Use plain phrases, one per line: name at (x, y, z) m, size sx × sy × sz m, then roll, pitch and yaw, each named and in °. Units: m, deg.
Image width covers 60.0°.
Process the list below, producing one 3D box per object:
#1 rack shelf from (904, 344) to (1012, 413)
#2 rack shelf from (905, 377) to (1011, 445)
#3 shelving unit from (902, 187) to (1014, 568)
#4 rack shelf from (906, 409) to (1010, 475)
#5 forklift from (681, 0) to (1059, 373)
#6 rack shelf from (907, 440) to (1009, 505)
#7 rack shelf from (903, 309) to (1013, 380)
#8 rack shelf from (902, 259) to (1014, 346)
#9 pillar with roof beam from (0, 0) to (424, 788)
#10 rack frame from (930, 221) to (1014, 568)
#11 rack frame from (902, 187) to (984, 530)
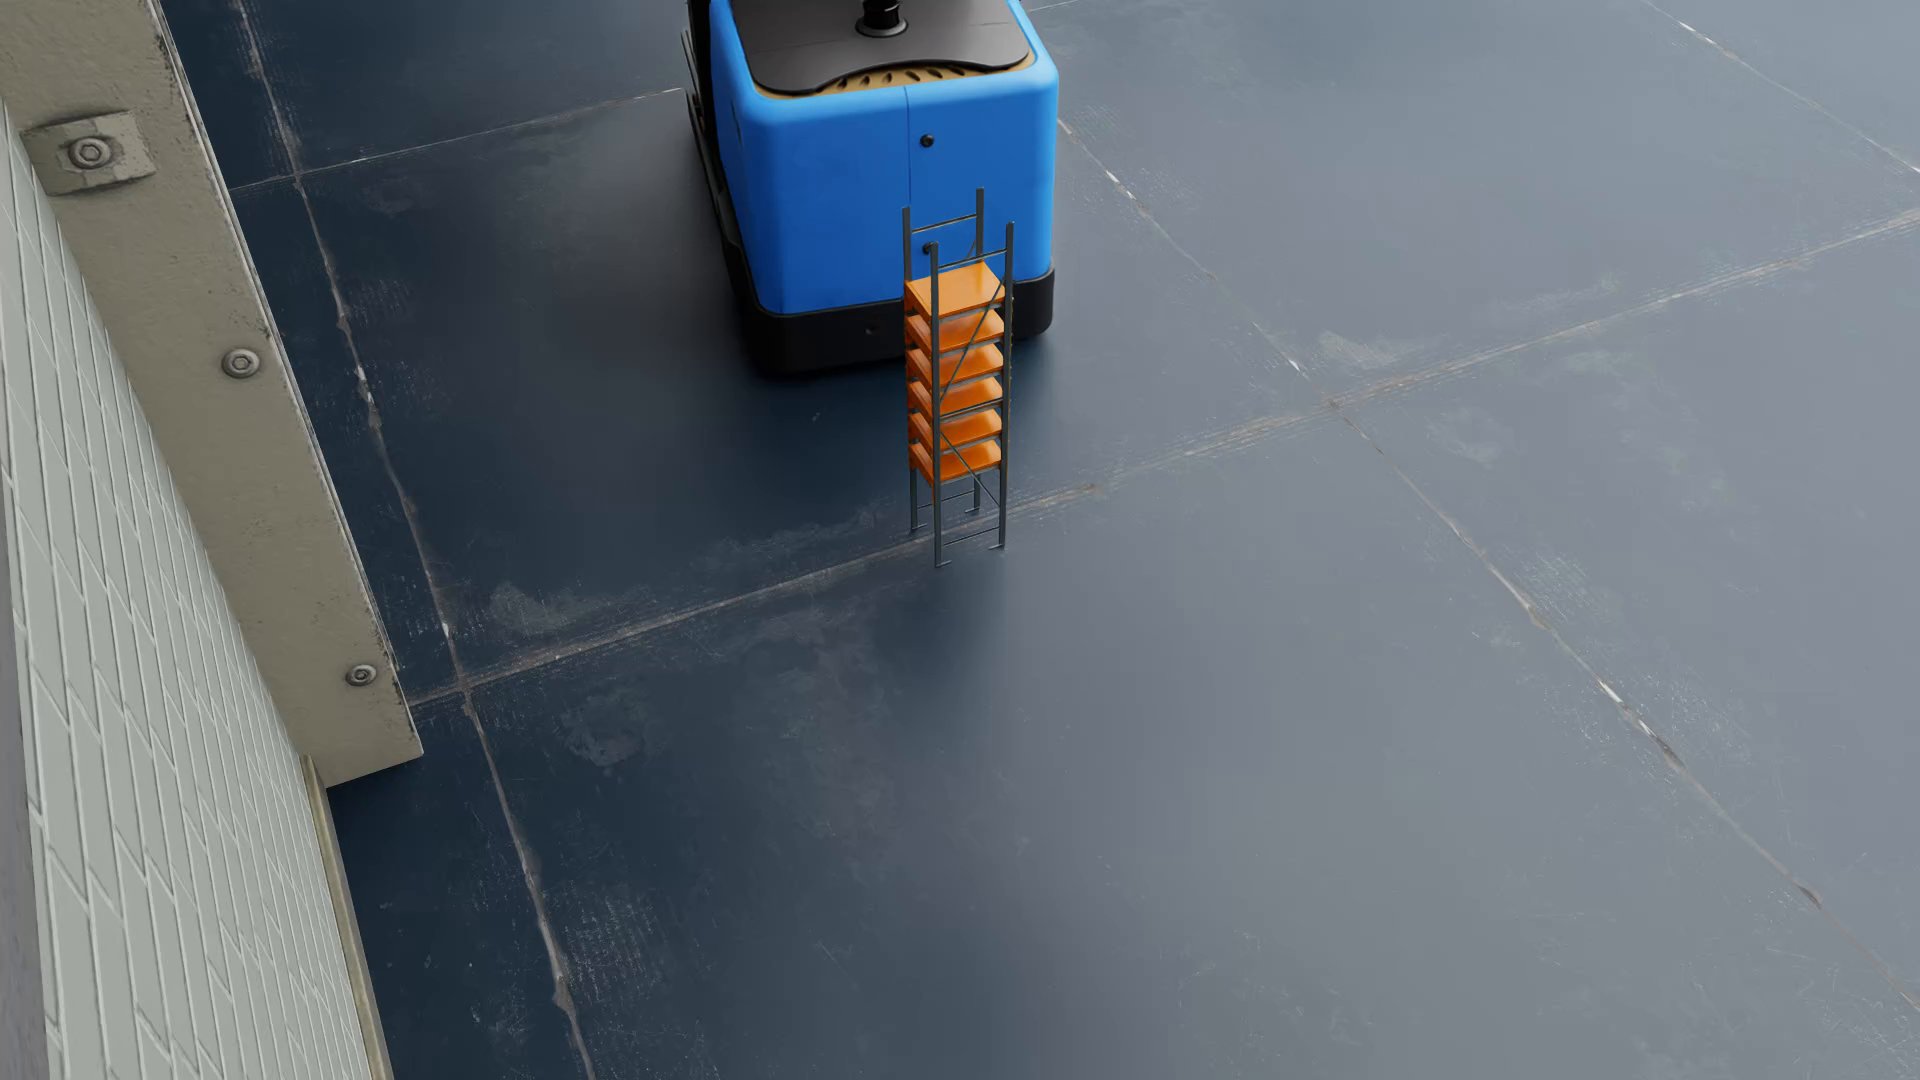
rack shelf at (-0.006, -0.490, 4.785) m, size 0.258 × 0.103 × 0.180 m, roll -18°, pitch 47°, yaw -17°
rack shelf at (-0.006, -0.405, 4.869) m, size 0.258 × 0.103 × 0.180 m, roll -18°, pitch 47°, yaw -17°
shelving unit at (-0.006, -0.436, 4.838) m, size 0.258 × 1.200 × 0.189 m, roll -18°, pitch 47°, yaw -17°
rack shelf at (-0.006, -0.319, 4.953) m, size 0.258 × 0.103 × 0.180 m, roll -18°, pitch 47°, yaw -17°
forklift at (-0.519, -2.673, 5.872) m, size 1.130 × 2.935 × 3.031 m, roll -10°, pitch 45°, yaw -10°
rack shelf at (-0.006, -0.234, 5.038) m, size 0.258 × 0.103 × 0.180 m, roll -18°, pitch 47°, yaw -17°
rack shelf at (-0.006, -0.576, 4.701) m, size 0.258 × 0.103 × 0.180 m, roll -18°, pitch 47°, yaw -17°
rack shelf at (-0.006, -0.661, 4.616) m, size 0.258 × 0.103 × 0.180 m, roll -18°, pitch 47°, yaw -17°
pillar with roof beam at (2.187, -3.955, 2.851) m, size 9.100 × 9.000 × 0.400 m, roll -18°, pitch 47°, yaw -17°
rack frame at (0.032, -0.378, 4.779) m, size 0.240 × 1.200 × 0.006 m, roll -18°, pitch 47°, yaw -17°
rack frame at (-0.045, -0.495, 4.897) m, size 0.240 × 1.200 × 0.006 m, roll -18°, pitch 47°, yaw -17°
